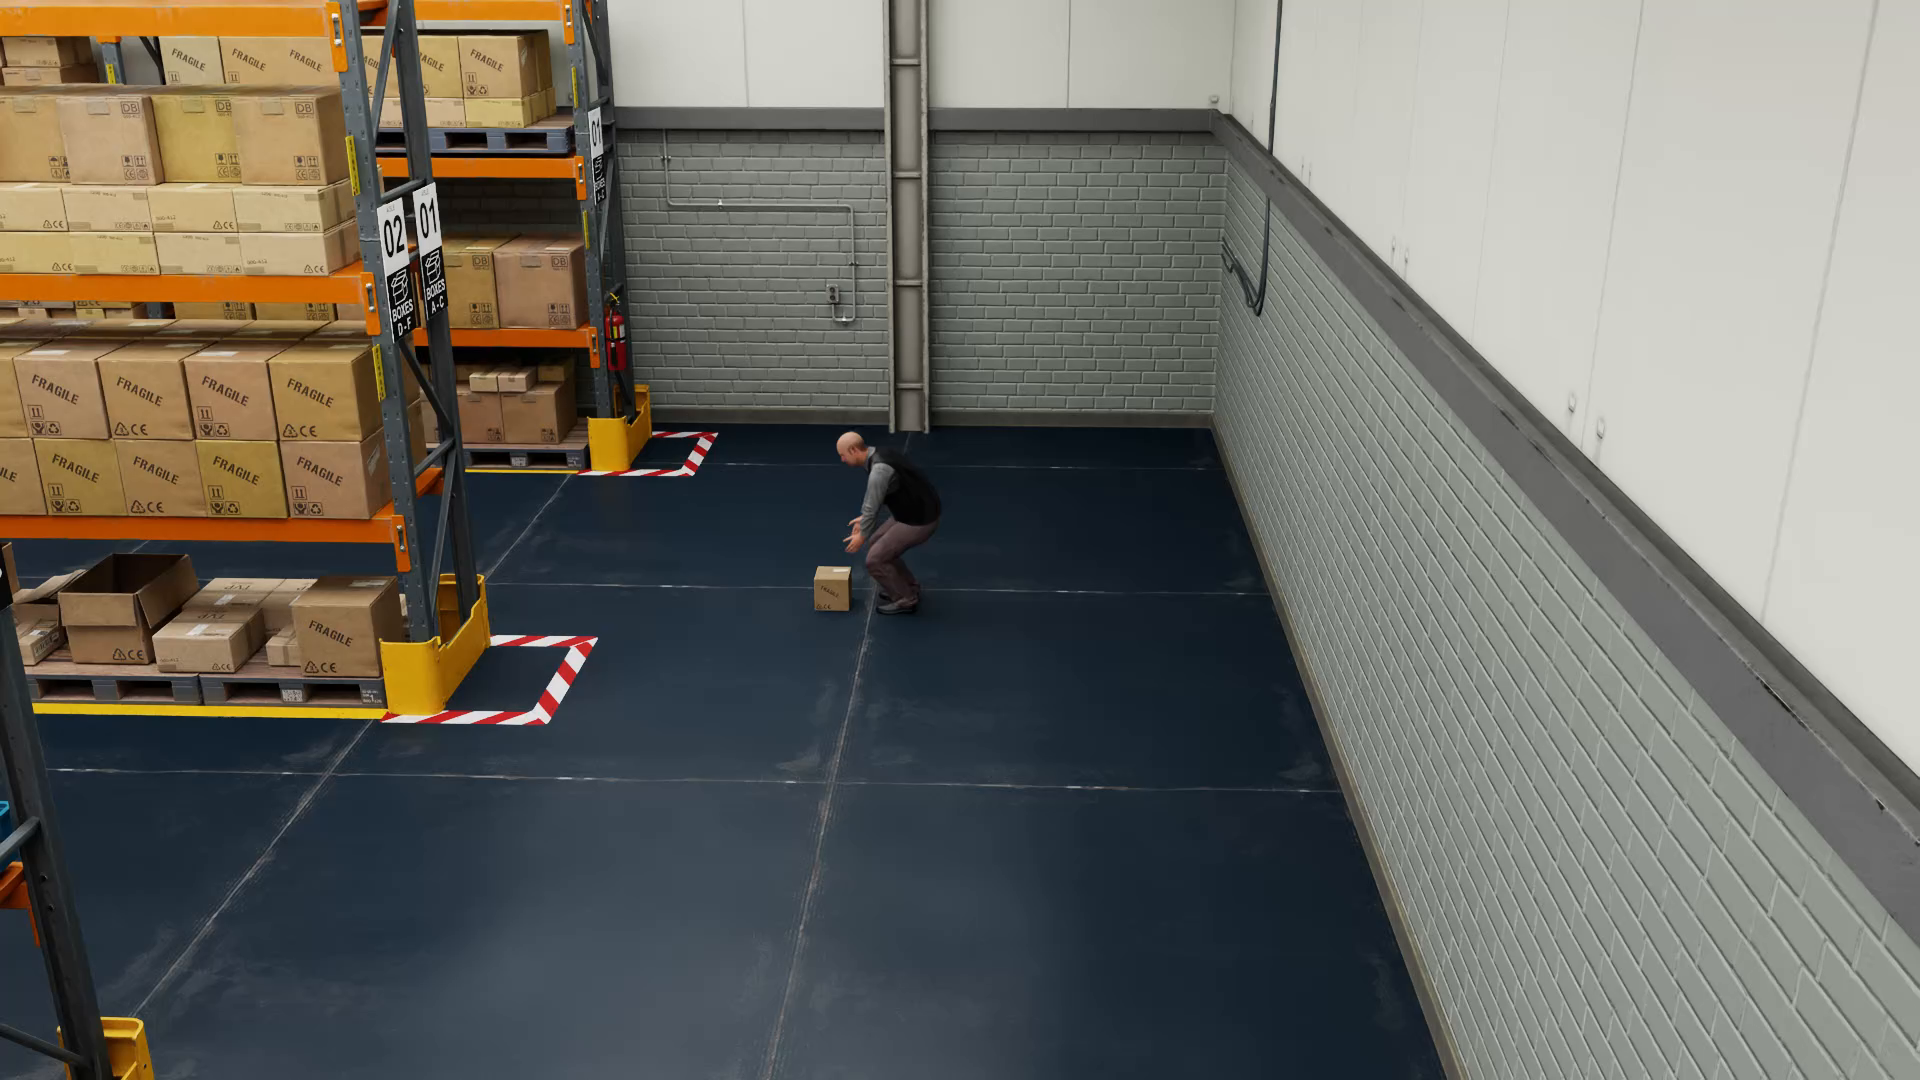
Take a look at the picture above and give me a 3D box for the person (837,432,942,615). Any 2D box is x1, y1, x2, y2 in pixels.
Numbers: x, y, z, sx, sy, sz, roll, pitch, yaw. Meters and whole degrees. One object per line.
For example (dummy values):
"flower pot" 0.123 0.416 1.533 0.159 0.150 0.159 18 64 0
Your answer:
"person" -0.504 -0.131 12.013 0.743 1.339 0.590 1 21 2
